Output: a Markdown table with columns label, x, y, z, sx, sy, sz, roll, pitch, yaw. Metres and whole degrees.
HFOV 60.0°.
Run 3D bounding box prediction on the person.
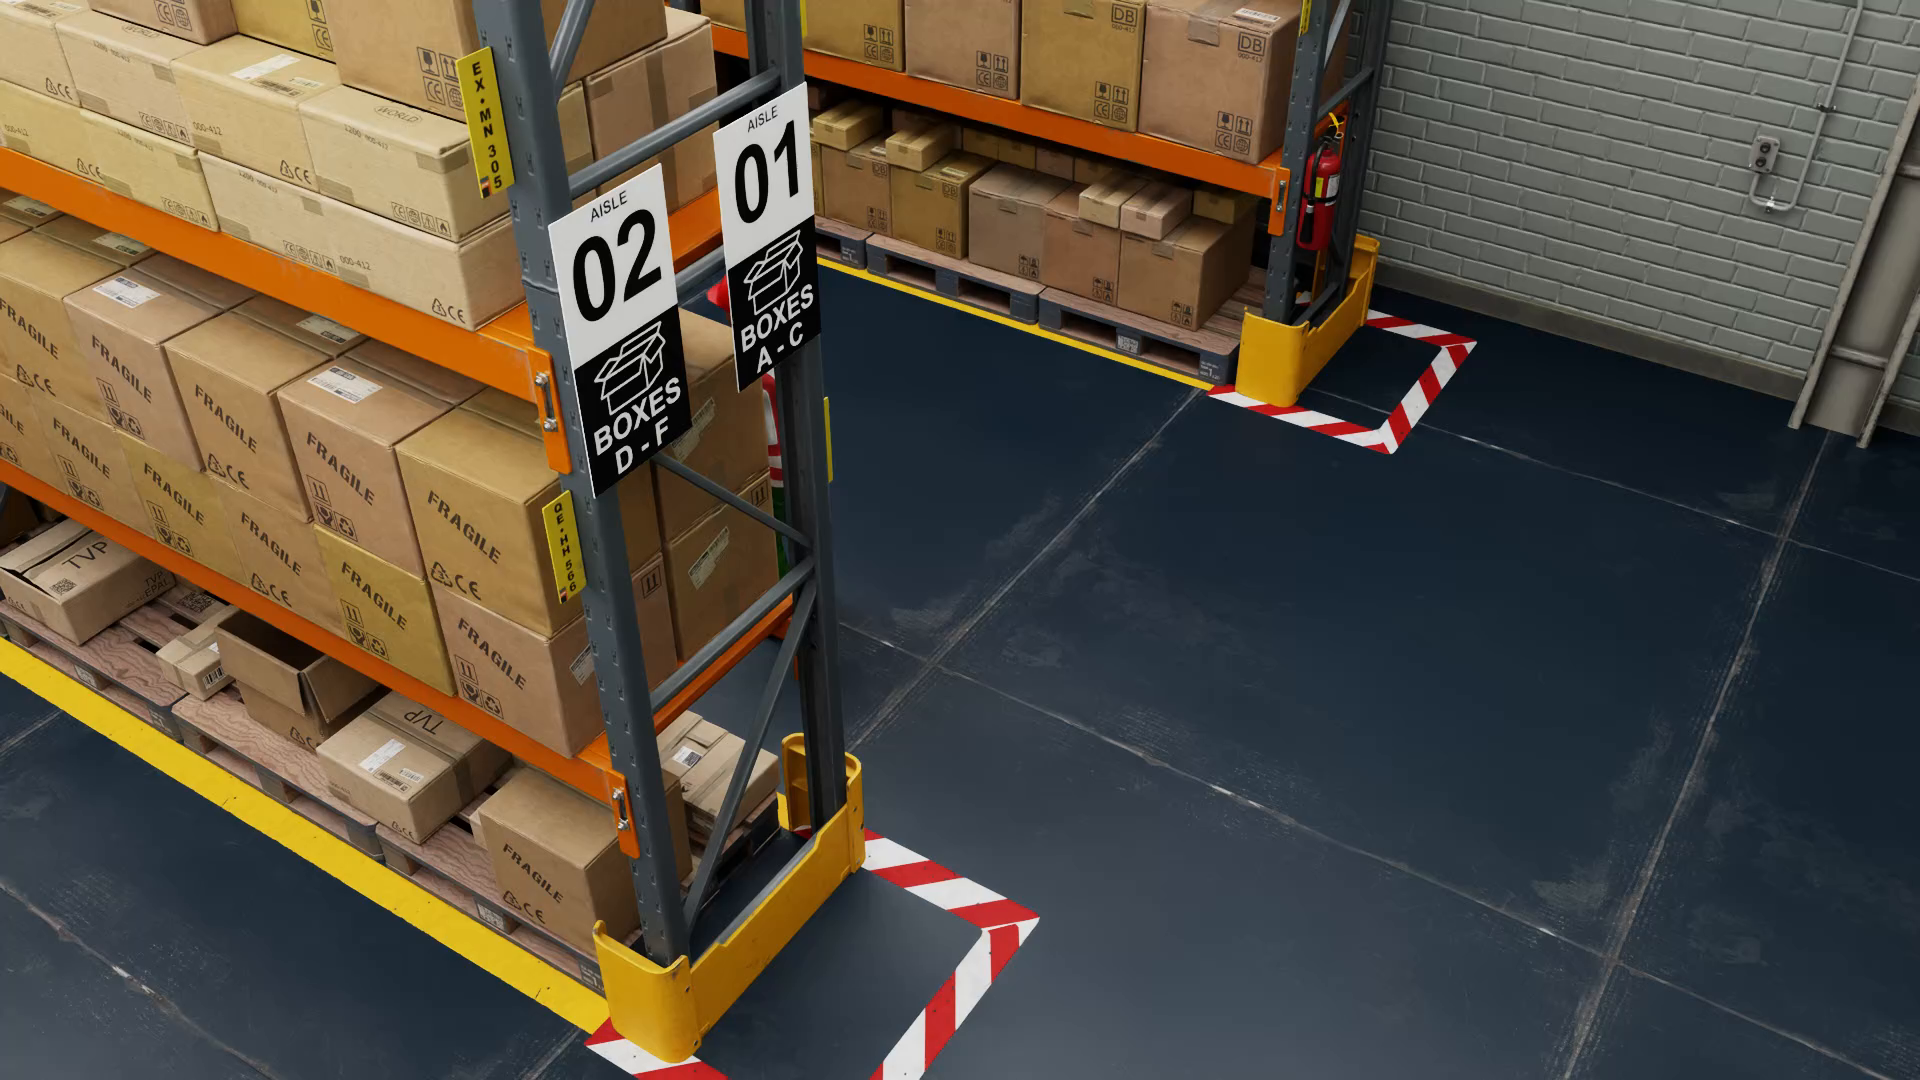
| label | x | y | z | sx | sy | sz | roll | pitch | yaw |
| --- | --- | --- | --- | --- | --- | --- | --- | --- | --- |
| person | -0.799 | -0.354 | 7.121 | 0.452 | 1.778 | 0.607 | 22 | 43 | 25 |
